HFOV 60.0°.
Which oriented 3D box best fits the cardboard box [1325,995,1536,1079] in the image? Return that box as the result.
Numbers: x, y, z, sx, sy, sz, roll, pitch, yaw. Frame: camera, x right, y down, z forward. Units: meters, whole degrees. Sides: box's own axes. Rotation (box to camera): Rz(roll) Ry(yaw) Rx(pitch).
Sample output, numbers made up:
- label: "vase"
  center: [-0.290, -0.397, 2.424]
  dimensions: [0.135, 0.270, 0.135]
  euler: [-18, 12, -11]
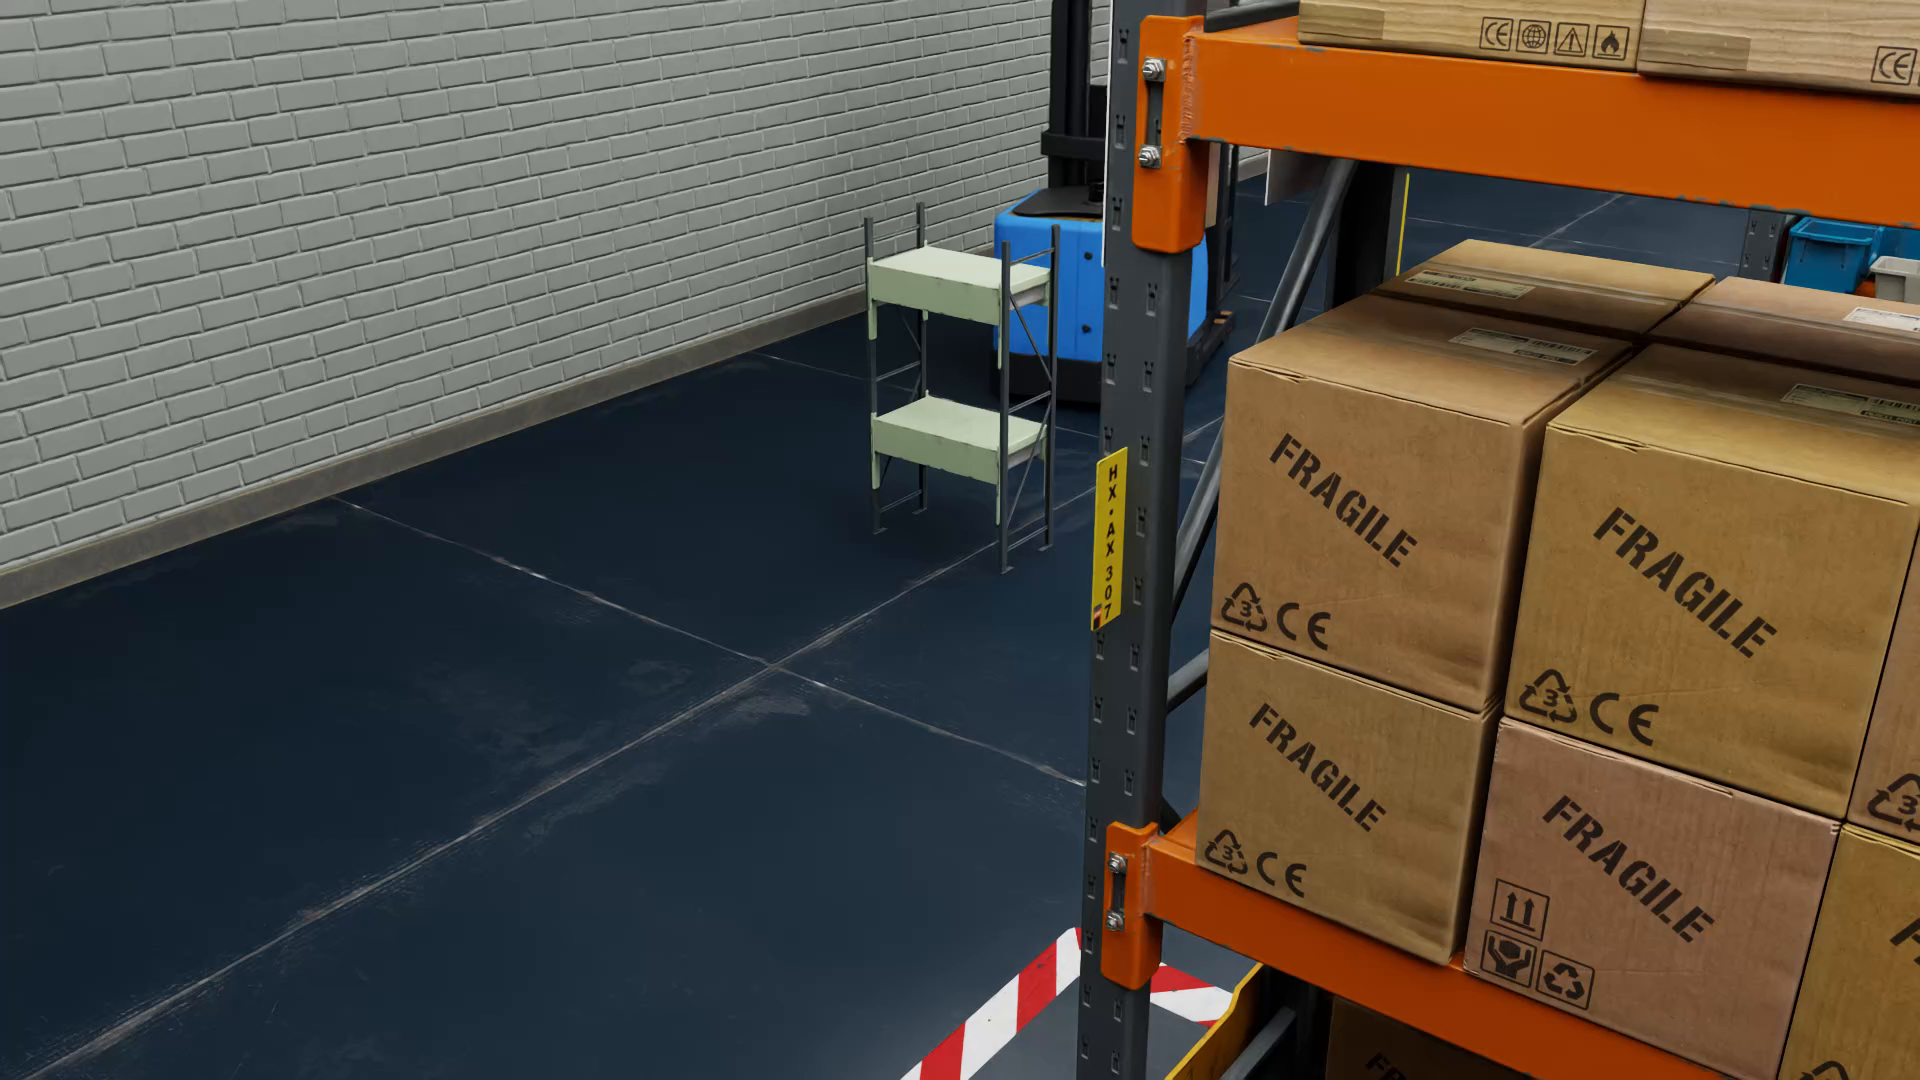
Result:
- label: "cardboard box"
  center: [1.175, 1.216, 3.825]
  dimensions: [0.500, 0.500, 0.500]
  euler: [17, 29, 33]

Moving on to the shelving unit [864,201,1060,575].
- label: "shelving unit"
  center: [0.005, -0.685, 7.444]
  dimensions: [0.755, 1.500, 0.431]
  euler: [17, 29, 33]

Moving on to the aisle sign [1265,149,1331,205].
- label: "aisle sign"
  center: [0.721, -1.084, 3.266]
  dimensions: [0.004, 0.787, 0.394]
  euler: [17, 29, 33]

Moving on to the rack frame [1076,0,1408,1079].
- label: "rack frame"
  center: [0.592, 0.221, 3.528]
  dimensions: [0.127, 3.000, 1.000]
  euler: [17, 29, 33]

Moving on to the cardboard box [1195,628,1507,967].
- label: "cardboard box"
  center: [0.789, 0.368, 3.071]
  dimensions: [0.500, 0.500, 0.500]
  euler: [18, 29, 34]

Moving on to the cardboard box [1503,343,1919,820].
- label: "cardboard box"
  center: [1.212, 0.034, 2.588]
  dimensions: [0.500, 0.500, 0.500]
  euler: [17, 29, 34]

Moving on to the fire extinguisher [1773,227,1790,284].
- label: "fire extinguisher"
  center: [3.718, -1.353, 7.660]
  dimensions: [0.183, 0.674, 0.296]
  euler: [17, 29, 33]

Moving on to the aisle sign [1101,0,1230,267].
- label: "aisle sign"
  center: [0.361, -0.890, 2.826]
  dimensions: [0.004, 0.787, 0.394]
  euler: [17, 29, 33]

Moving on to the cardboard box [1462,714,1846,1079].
- label: "cardboard box"
  center: [1.205, 0.491, 2.792]
  dimensions: [0.500, 0.500, 0.500]
  euler: [16, 29, 33]

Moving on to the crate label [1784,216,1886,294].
- label: "crate label"
  center: [3.566, -1.161, 6.798]
  dimensions: [0.303, 0.233, 0.416]
  euler: [17, 29, 33]

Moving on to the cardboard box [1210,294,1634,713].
- label: "cardboard box"
  center: [0.789, -0.090, 2.870]
  dimensions: [0.500, 0.500, 0.500]
  euler: [18, 29, 35]

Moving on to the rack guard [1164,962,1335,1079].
- label: "rack guard"
  center: [0.653, 1.383, 3.990]
  dimensions: [0.348, 0.500, 1.175]
  euler: [17, 29, 33]

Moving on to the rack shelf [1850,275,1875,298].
- label: "rack shelf"
  center: [5.166, -0.563, 6.201]
  dimensions: [4.000, 0.370, 1.077]
  euler: [17, 29, 33]

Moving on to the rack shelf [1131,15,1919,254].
- label: "rack shelf"
  center: [2.192, -0.339, 1.971]
  dimensions: [4.000, 0.370, 1.077]
  euler: [17, 29, 33]

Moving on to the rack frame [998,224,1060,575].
- label: "rack frame"
  center: [0.298, -0.596, 7.243]
  dimensions: [0.023, 1.500, 0.400]
  euler: [17, 29, 33]

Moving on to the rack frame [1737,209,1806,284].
- label: "rack frame"
  center: [3.566, -1.376, 7.153]
  dimensions: [0.127, 3.000, 1.000]
  euler: [17, 29, 33]

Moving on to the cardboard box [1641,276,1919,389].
- label: "cardboard box"
  center: [1.518, -0.141, 2.987]
  dimensions: [0.500, 0.500, 0.500]
  euler: [18, 29, 35]

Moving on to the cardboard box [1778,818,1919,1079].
- label: "cardboard box"
  center: [1.605, 0.613, 2.514]
  dimensions: [0.500, 0.500, 0.500]
  euler: [17, 29, 33]

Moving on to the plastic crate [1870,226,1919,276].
- label: "plastic crate"
  center: [3.946, -1.399, 7.087]
  dimensions: [0.499, 0.435, 0.616]
  euler: [17, 29, 33]

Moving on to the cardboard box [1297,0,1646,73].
- label: "cardboard box"
  center: [0.851, -0.877, 2.485]
  dimensions: [0.500, 0.250, 0.500]
  euler: [17, 29, 33]

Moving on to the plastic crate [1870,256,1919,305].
- label: "plastic crate"
  center: [3.773, -1.013, 6.581]
  dimensions: [0.298, 0.136, 0.250]
  euler: [17, 29, 33]

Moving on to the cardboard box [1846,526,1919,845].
- label: "cardboard box"
  center: [1.609, 0.157, 2.310]
  dimensions: [0.500, 0.500, 0.500]
  euler: [17, 29, 34]

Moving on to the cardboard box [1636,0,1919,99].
- label: "cardboard box"
  center: [1.243, -0.752, 2.202]
  dimensions: [0.500, 0.250, 0.500]
  euler: [17, 29, 33]

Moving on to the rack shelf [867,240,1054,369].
- label: "rack shelf"
  center: [0.005, -1.042, 7.287]
  dimensions: [0.720, 0.370, 0.431]
  euler: [17, 29, 33]

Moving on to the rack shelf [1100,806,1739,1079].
- label: "rack shelf"
  center: [2.192, 1.034, 2.575]
  dimensions: [4.000, 0.370, 1.077]
  euler: [17, 29, 33]

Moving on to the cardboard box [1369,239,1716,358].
- label: "cardboard box"
  center: [1.113, -0.263, 3.263]
  dimensions: [0.500, 0.500, 0.500]
  euler: [17, 29, 33]

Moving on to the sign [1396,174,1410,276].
- label: "sign"
  center: [0.941, -0.628, 3.626]
  dimensions: [0.005, 0.325, 0.100]
  euler: [17, 29, 33]

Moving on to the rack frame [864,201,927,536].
- label: "rack frame"
  center: [-0.288, -0.773, 7.645]
  dimensions: [0.023, 1.500, 0.400]
  euler: [17, 29, 33]

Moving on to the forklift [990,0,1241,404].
- label: "forklift"
  center: [1.149, -2.630, 10.084]
  dimensions: [1.130, 2.935, 3.031]
  euler: [8, 25, 18]

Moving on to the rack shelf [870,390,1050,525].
- label: "rack shelf"
  center: [0.005, -0.386, 7.575]
  dimensions: [0.720, 0.370, 0.431]
  euler: [17, 29, 33]

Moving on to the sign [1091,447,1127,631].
- label: "sign"
  center: [0.267, 0.000, 2.956]
  dimensions: [0.005, 0.325, 0.100]
  euler: [17, 29, 33]
